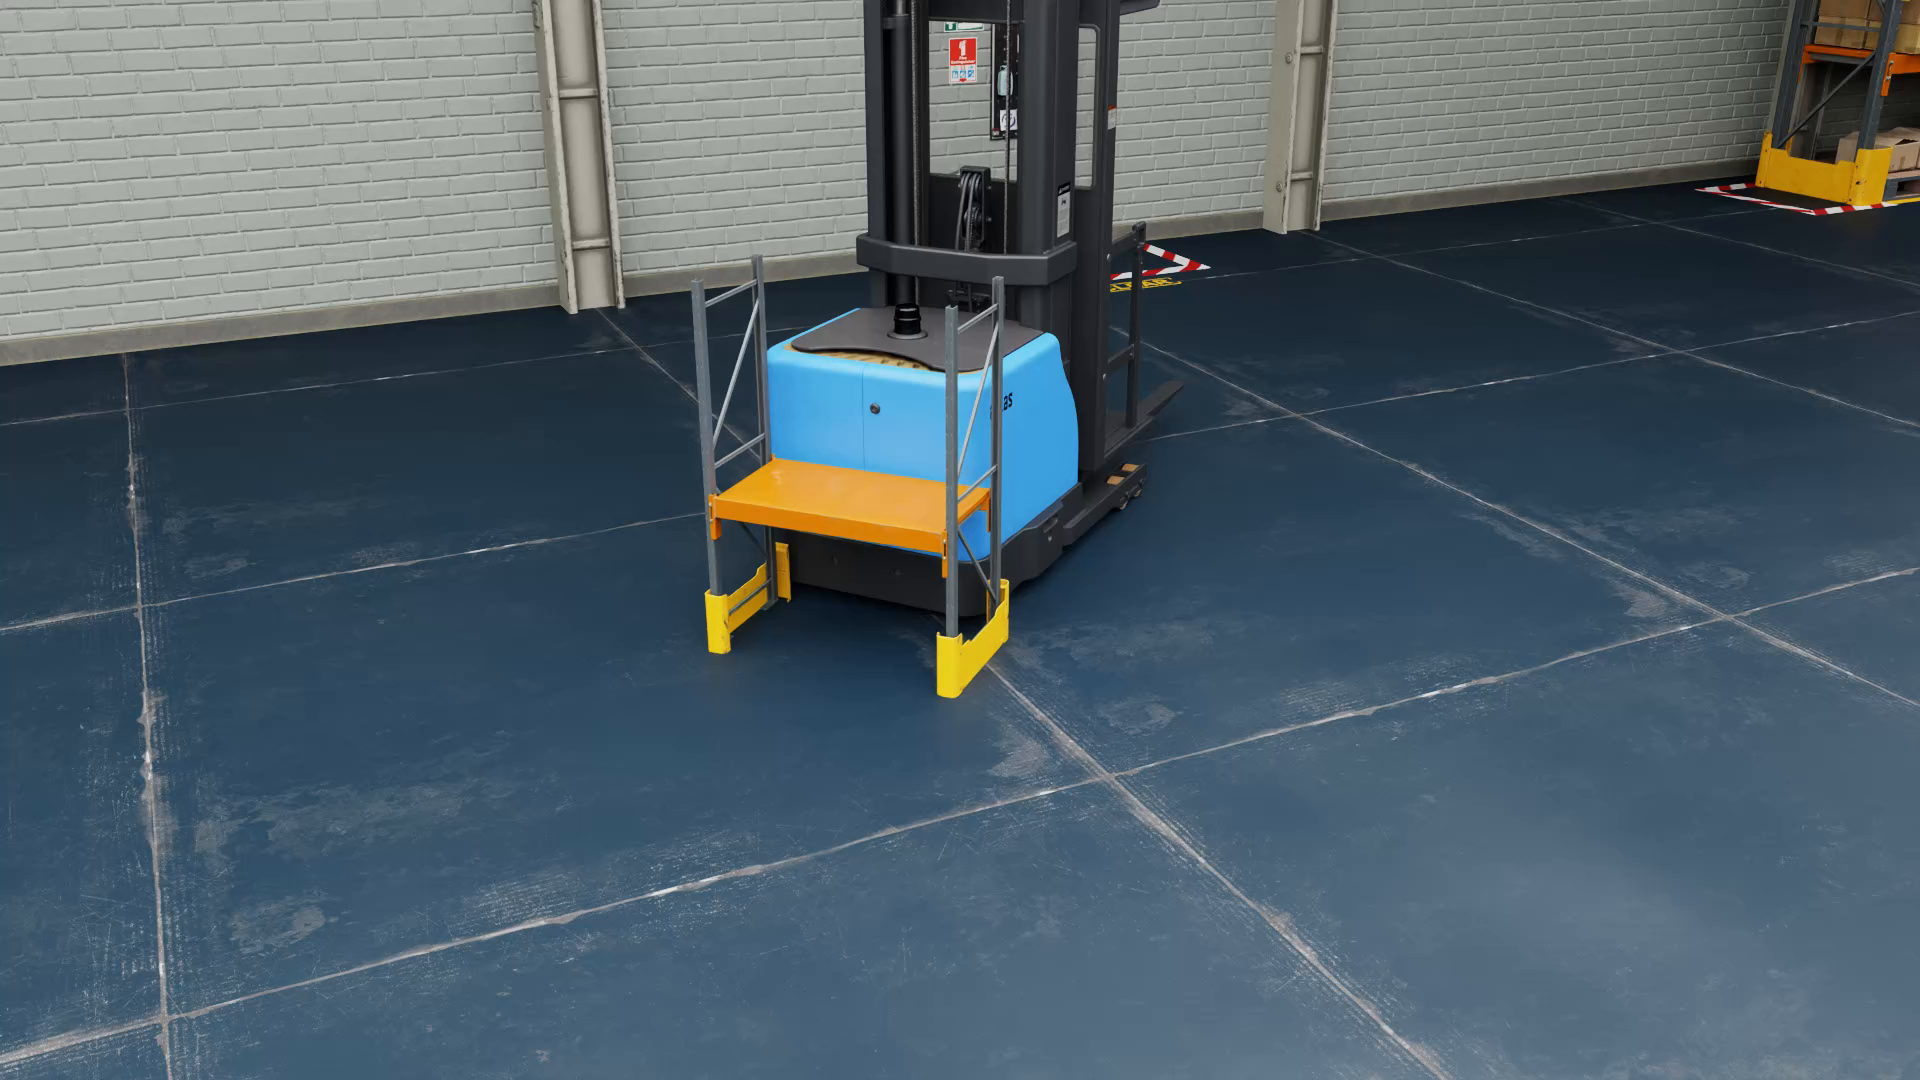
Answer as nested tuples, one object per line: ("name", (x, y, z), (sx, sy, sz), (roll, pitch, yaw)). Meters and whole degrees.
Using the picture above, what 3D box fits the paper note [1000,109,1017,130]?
("paper note", (0.377, -3.228, 12.779), (0.142, 0.148, 0.016), (-10, 25, -24))

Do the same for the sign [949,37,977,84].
("sign", (0.024, -3.601, 12.481), (0.234, 0.329, 0.001), (-10, 25, -24))

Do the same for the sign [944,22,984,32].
("sign", (0.032, -3.844, 12.374), (0.331, 0.109, 0.001), (-10, 25, -24))

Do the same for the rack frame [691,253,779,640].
("rack frame", (-0.886, -0.347, 6.628), (0.032, 1.500, 0.500), (9, 24, 20))

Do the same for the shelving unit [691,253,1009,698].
("shelving unit", (-0.406, -0.273, 6.448), (1.083, 1.500, 0.587), (9, 24, 20))

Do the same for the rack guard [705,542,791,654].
("rack guard", (-0.868, 0.233, 6.860), (0.087, 0.250, 0.587), (9, 24, 20))

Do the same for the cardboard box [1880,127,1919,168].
("cardboard box", (9.137, -3.758, 15.847), (0.500, 0.311, 0.500), (-8, 24, -19))

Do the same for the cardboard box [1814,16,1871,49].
("cardboard box", (8.298, -4.703, 15.359), (0.500, 0.250, 0.500), (-10, 25, -23))

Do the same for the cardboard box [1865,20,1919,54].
("cardboard box", (8.538, -4.530, 14.942), (0.500, 0.250, 0.500), (-11, 25, -25))

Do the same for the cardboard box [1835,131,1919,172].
("cardboard box", (8.623, -3.663, 15.618), (0.500, 0.311, 0.500), (-14, 26, -30))

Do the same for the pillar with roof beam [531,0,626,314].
("pillar with roof beam", (-0.729, -4.331, 6.446), (0.400, 9.000, 9.100), (-10, 25, -24))

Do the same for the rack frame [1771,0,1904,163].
("rack frame", (7.961, -4.619, 14.986), (0.127, 3.000, 1.000), (-10, 25, -24))

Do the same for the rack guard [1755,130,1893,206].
("rack guard", (8.029, -3.476, 15.494), (0.348, 0.500, 1.175), (-10, 25, -24))

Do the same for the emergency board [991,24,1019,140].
("emergency board", (0.567, -3.641, 12.624), (0.643, 1.169, 0.194), (-10, 25, -24))

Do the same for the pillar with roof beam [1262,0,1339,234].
("pillar with roof beam", (4.677, -5.326, 8.851), (0.400, 9.000, 9.100), (-10, 25, -24))

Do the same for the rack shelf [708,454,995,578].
("rack shelf", (-0.415, -0.108, 6.520), (1.000, 0.185, 0.538), (9, 24, 20))

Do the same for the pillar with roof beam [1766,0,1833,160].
("pillar with roof beam", (10.084, -6.321, 11.255), (0.400, 9.000, 9.100), (-10, 25, -24))

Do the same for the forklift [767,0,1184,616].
("forklift", (0.278, -1.568, 7.707), (1.130, 2.935, 3.031), (11, 25, 24))

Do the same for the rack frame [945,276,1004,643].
("rack frame", (0.056, -0.201, 6.274), (0.032, 1.500, 0.500), (9, 24, 20))

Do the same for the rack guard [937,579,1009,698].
("rack guard", (0.055, 0.377, 6.513), (0.087, 0.250, 0.587), (9, 24, 20))

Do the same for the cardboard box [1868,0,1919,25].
("cardboard box", (8.521, -4.881, 14.808), (0.500, 0.500, 0.500), (-10, 25, -24))

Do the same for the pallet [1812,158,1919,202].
("pallet", (8.777, -3.465, 15.846), (1.213, 0.211, 1.003), (-10, 25, -24))

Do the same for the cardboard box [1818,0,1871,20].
("cardboard box", (8.293, -5.057, 15.233), (0.500, 0.500, 0.500), (-11, 25, -24))

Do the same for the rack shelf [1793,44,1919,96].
("rack shelf", (9.763, -4.618, 15.925), (4.000, 0.370, 1.077), (-10, 25, -24))
